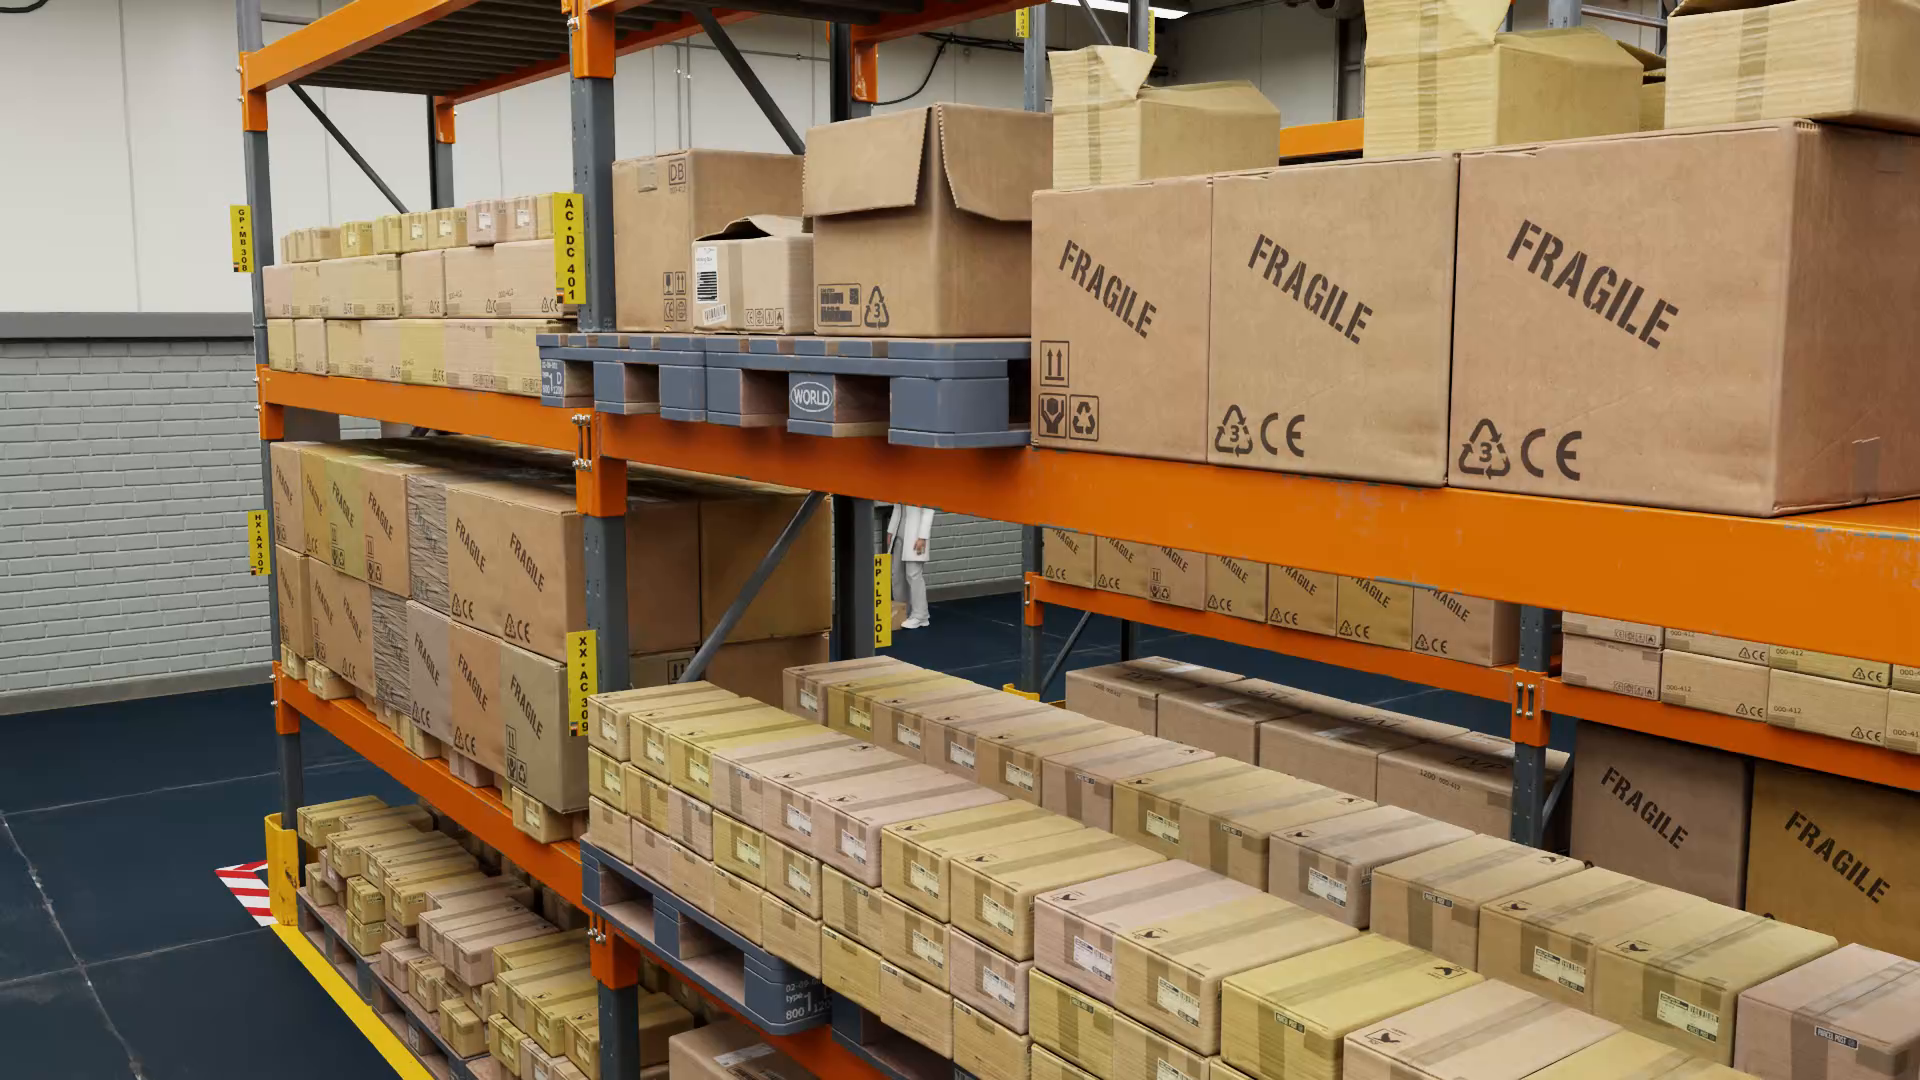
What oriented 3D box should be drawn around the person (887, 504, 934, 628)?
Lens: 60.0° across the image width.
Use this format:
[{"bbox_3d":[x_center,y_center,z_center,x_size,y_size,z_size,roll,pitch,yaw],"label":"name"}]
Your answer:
[{"bbox_3d":[-0.506,-0.025,16.539,0.420,1.774,0.643,-6,9,-36],"label":"person"}]
